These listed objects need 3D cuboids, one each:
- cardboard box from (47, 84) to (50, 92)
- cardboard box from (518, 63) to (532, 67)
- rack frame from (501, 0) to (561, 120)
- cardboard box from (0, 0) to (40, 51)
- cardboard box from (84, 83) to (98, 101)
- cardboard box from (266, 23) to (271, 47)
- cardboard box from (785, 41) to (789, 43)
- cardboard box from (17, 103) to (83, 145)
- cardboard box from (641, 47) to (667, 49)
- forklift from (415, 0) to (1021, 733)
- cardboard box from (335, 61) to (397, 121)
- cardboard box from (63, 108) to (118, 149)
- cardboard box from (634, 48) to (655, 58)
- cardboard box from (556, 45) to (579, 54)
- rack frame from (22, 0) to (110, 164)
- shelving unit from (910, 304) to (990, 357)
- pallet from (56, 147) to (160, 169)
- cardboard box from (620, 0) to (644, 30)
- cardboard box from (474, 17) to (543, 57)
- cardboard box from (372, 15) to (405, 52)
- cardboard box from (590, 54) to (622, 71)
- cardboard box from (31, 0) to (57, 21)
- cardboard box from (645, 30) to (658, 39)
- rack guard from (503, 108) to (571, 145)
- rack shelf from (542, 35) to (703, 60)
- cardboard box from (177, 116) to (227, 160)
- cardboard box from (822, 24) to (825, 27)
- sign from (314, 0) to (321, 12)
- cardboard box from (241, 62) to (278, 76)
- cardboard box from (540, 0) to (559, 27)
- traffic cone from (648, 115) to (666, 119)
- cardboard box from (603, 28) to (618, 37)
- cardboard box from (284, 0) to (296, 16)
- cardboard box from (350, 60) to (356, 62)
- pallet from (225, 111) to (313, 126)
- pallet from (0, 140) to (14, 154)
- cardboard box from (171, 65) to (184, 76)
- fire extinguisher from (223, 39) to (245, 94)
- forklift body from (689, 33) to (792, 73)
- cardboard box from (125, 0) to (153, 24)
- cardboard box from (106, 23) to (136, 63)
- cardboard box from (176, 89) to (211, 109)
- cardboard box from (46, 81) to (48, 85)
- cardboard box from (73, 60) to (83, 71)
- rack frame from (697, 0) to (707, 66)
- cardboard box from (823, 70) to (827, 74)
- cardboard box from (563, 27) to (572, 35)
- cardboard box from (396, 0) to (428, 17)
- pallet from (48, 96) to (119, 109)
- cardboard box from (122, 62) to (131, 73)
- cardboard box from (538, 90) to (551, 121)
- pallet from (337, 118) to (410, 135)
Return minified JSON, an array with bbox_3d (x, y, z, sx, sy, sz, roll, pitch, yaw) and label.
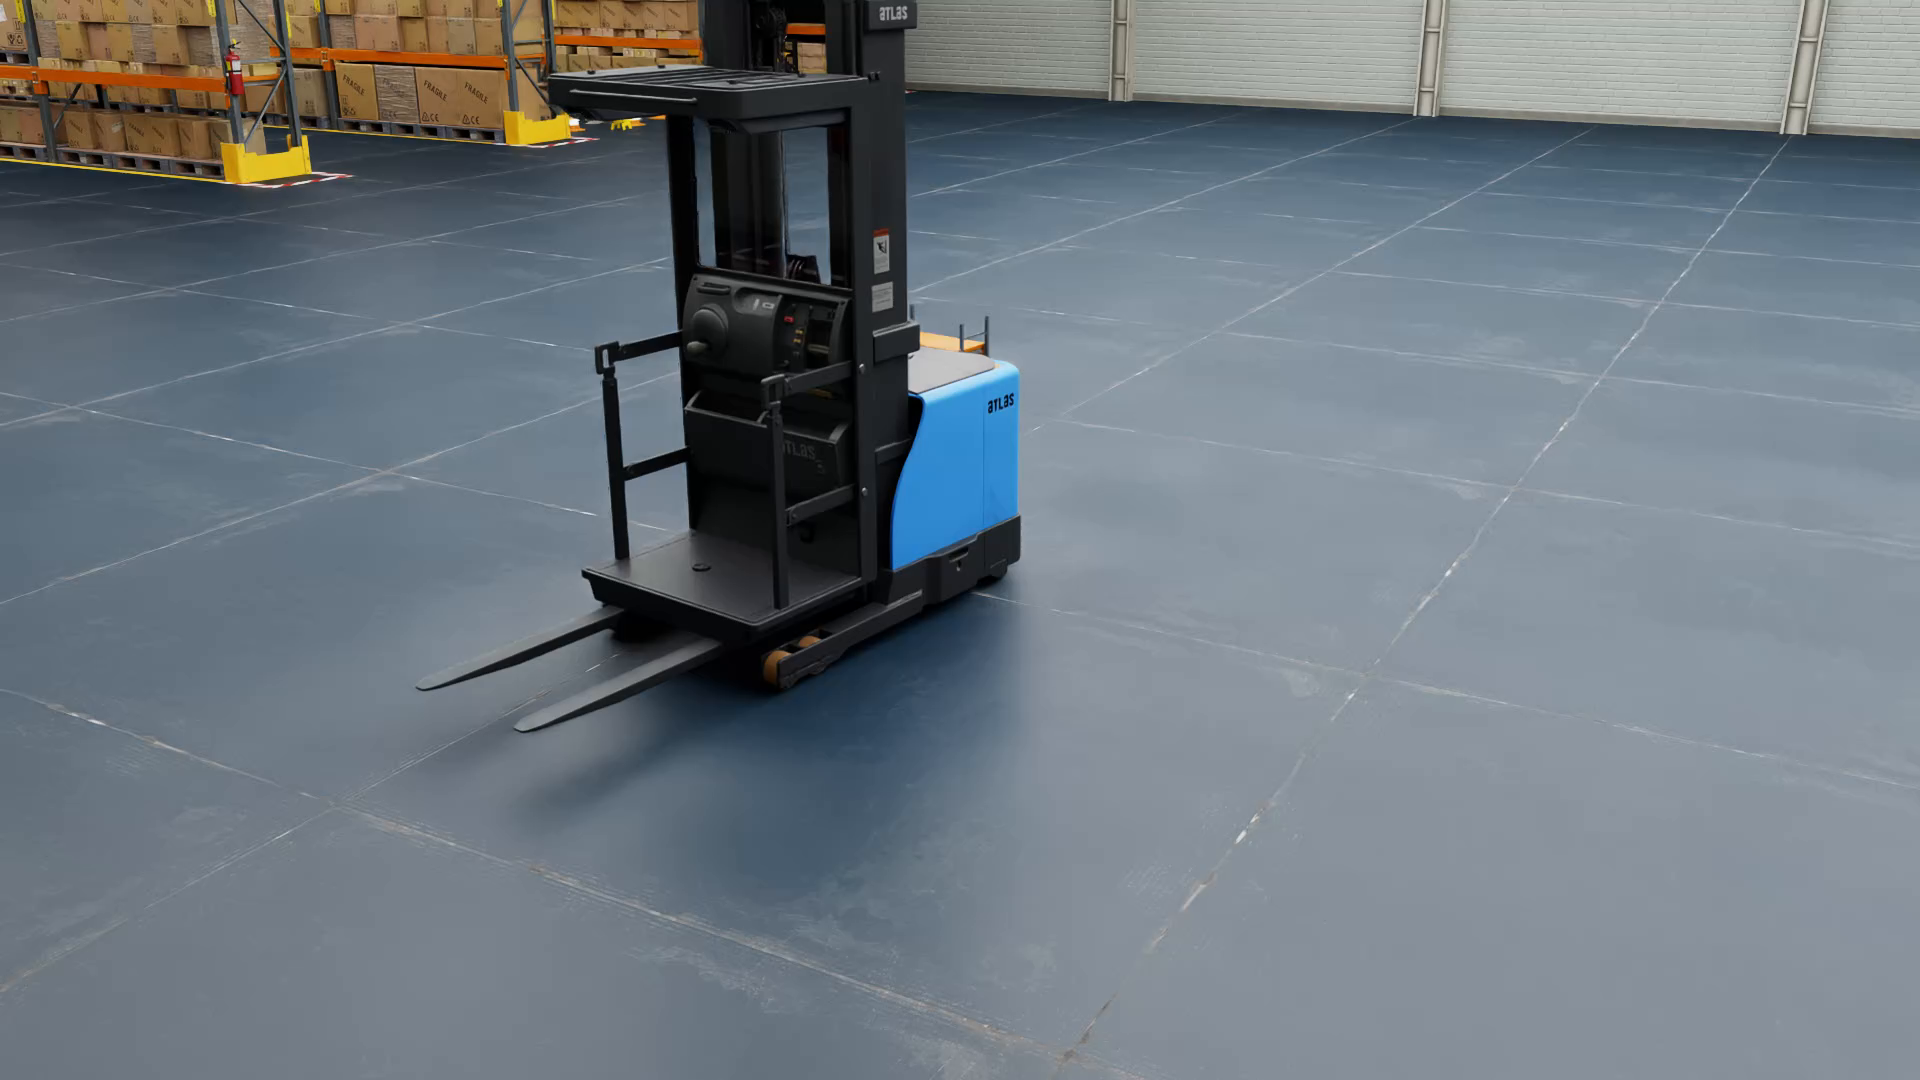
[{"bbox_3d":[-17.523,-8.756,32.169,0.250,0.149,0.380,12,23,29],"label":"cardboard box"},{"bbox_3d":[-9.800,-11.117,38.162,0.500,0.500,0.500,10,22,26],"label":"cardboard box"},{"bbox_3d":[-6.653,-7.702,25.700,0.127,3.000,1.000,11,23,27],"label":"rack frame"},{"bbox_3d":[-13.278,-7.561,23.815,1.000,1.000,1.000,11,23,28],"label":"cardboard box"},{"bbox_3d":[-15.687,-8.348,30.530,0.500,0.500,0.500,11,23,28],"label":"cardboard box"},{"bbox_3d":[-11.614,-8.590,28.000,0.500,0.500,0.500,11,23,28],"label":"cardboard box"},{"bbox_3d":[-3.797,-10.280,34.757,0.500,0.250,0.500,10,22,26],"label":"cardboard box"},{"bbox_3d":[-13.178,-6.048,24.160,0.500,0.500,0.700,9,22,23],"label":"cardboard box"},{"bbox_3d":[-6.537,-10.632,36.644,0.625,0.625,0.875,11,22,27],"label":"cardboard box"},{"bbox_3d":[-0.987,-0.928,7.125,1.130,2.935,3.031,15,25,35],"label":"forklift"},{"bbox_3d":[-9.630,-7.441,27.479,0.875,0.875,0.875,11,23,28],"label":"cardboard box"},{"bbox_3d":[-12.323,-5.852,23.648,0.500,0.500,0.500,10,22,26],"label":"cardboard box"},{"bbox_3d":[-5.725,-8.895,30.352,0.250,0.149,0.380,11,23,28],"label":"cardboard box"},{"bbox_3d":[-7.356,-9.203,31.203,0.250,0.149,0.380,11,23,28],"label":"cardboard box"},{"bbox_3d":[-12.653,-6.908,23.510,0.127,3.000,1.000,11,23,27],"label":"rack frame"},{"bbox_3d":[-0.121,-0.601,8.761,0.503,1.200,0.258,14,24,34],"label":"shelving unit"},{"bbox_3d":[-12.049,-5.496,23.706,1.213,0.211,1.003,11,23,27],"label":"pallet"},{"bbox_3d":[-5.806,-9.557,30.229,0.500,0.500,0.500,11,23,27],"label":"cardboard box"},{"bbox_3d":[-6.999,-7.821,25.808,0.550,0.550,0.875,11,23,27],"label":"cardboard box"},{"bbox_3d":[-8.912,-8.171,26.771,0.550,0.550,0.875,11,23,27],"label":"cardboard box"},{"bbox_3d":[-6.511,-8.765,30.945,0.500,0.500,0.500,12,23,30],"label":"cardboard box"},{"bbox_3d":[-12.384,-7.414,22.857,0.500,0.500,0.500,11,23,27],"label":"cardboard box"},{"bbox_3d":[-5.486,-9.165,30.101,0.250,0.149,0.380,11,23,28],"label":"cardboard box"},{"bbox_3d":[-6.632,-6.523,26.115,0.348,0.500,1.175,11,23,27],"label":"rack guard"},{"bbox_3d":[-6.074,-9.187,30.849,4.000,0.370,1.077,11,23,27],"label":"rack shelf"},{"bbox_3d":[-10.236,-5.463,22.577,0.500,0.500,0.500,18,27,41],"label":"cardboard box"},{"bbox_3d":[-2.468,-10.722,33.877,0.500,0.500,0.500,10,22,26],"label":"cardboard box"},{"bbox_3d":[-10.402,-8.712,26.900,0.005,0.325,0.100,11,23,27],"label":"sign"},{"bbox_3d":[-9.293,-6.243,22.045,0.250,0.149,0.380,11,23,27],"label":"cardboard box"},{"bbox_3d":[-7.571,-9.889,31.145,0.500,0.500,0.500,11,23,27],"label":"cardboard box"},{"bbox_3d":[-5.332,-7.688,29.380,0.334,0.463,0.336,11,23,27],"label":"traffic cone"},{"bbox_3d":[-6.355,-9.343,30.591,0.250,0.149,0.380,11,23,27],"label":"cardboard box"},{"bbox_3d":[-11.032,-9.050,27.803,0.500,0.500,0.700,10,22,26],"label":"cardboard box"},{"bbox_3d":[-11.874,-9.861,34.152,0.875,0.875,0.875,11,22,27],"label":"cardboard box"},{"bbox_3d":[-11.925,-7.365,28.860,1.213,0.211,1.003,11,23,27],"label":"pallet"},{"bbox_3d":[-14.402,-5.929,24.899,1.213,0.211,1.003,11,23,27],"label":"pallet"},{"bbox_3d":[-10.182,-6.225,21.995,0.250,0.149,0.380,11,23,27],"label":"cardboard box"},{"bbox_3d":[-9.285,-6.050,21.258,0.183,0.674,0.296,11,23,27],"label":"fire extinguisher"},{"bbox_3d":[-4.455,-10.044,33.401,1.214,2.155,2.313,11,23,27],"label":"forklift body"},{"bbox_3d":[-10.636,-7.083,21.943,0.500,0.500,0.500,11,23,27],"label":"cardboard box"},{"bbox_3d":[-10.969,-6.759,22.517,0.500,0.500,0.875,11,23,27],"label":"cardboard box"},{"bbox_3d":[-13.150,-8.045,29.327,0.750,0.750,1.050,10,22,27],"label":"cardboard box"},{"bbox_3d":[-17.555,-8.866,32.037,0.250,0.149,0.380,11,23,28],"label":"cardboard box"},{"bbox_3d":[-11.945,-6.547,22.883,0.250,0.149,0.380,11,23,27],"label":"cardboard box"},{"bbox_3d":[-4.328,-9.193,29.809,0.127,3.000,1.000,11,23,27],"label":"rack frame"},{"bbox_3d":[-2.474,-9.560,34.238,0.500,0.250,0.500,11,23,28],"label":"cardboard box"},{"bbox_3d":[-7.208,-9.530,31.108,0.250,0.149,0.380,11,23,27],"label":"cardboard box"},{"bbox_3d":[-8.432,-8.601,26.373,0.500,0.550,0.875,11,23,27],"label":"cardboard box"},{"bbox_3d":[-16.449,-8.258,31.321,1.213,0.211,1.003,11,23,27],"label":"pallet"},{"bbox_3d":[-11.055,-6.391,22.453,0.250,0.149,0.380,11,23,27],"label":"cardboard box"},{"bbox_3d":[-7.096,-7.558,28.962,0.637,0.503,0.797,-4,20,-10],"label":"cardboard box"},{"bbox_3d":[-9.520,-6.907,27.597,1.213,0.211,1.003,11,23,27],"label":"pallet"}]
